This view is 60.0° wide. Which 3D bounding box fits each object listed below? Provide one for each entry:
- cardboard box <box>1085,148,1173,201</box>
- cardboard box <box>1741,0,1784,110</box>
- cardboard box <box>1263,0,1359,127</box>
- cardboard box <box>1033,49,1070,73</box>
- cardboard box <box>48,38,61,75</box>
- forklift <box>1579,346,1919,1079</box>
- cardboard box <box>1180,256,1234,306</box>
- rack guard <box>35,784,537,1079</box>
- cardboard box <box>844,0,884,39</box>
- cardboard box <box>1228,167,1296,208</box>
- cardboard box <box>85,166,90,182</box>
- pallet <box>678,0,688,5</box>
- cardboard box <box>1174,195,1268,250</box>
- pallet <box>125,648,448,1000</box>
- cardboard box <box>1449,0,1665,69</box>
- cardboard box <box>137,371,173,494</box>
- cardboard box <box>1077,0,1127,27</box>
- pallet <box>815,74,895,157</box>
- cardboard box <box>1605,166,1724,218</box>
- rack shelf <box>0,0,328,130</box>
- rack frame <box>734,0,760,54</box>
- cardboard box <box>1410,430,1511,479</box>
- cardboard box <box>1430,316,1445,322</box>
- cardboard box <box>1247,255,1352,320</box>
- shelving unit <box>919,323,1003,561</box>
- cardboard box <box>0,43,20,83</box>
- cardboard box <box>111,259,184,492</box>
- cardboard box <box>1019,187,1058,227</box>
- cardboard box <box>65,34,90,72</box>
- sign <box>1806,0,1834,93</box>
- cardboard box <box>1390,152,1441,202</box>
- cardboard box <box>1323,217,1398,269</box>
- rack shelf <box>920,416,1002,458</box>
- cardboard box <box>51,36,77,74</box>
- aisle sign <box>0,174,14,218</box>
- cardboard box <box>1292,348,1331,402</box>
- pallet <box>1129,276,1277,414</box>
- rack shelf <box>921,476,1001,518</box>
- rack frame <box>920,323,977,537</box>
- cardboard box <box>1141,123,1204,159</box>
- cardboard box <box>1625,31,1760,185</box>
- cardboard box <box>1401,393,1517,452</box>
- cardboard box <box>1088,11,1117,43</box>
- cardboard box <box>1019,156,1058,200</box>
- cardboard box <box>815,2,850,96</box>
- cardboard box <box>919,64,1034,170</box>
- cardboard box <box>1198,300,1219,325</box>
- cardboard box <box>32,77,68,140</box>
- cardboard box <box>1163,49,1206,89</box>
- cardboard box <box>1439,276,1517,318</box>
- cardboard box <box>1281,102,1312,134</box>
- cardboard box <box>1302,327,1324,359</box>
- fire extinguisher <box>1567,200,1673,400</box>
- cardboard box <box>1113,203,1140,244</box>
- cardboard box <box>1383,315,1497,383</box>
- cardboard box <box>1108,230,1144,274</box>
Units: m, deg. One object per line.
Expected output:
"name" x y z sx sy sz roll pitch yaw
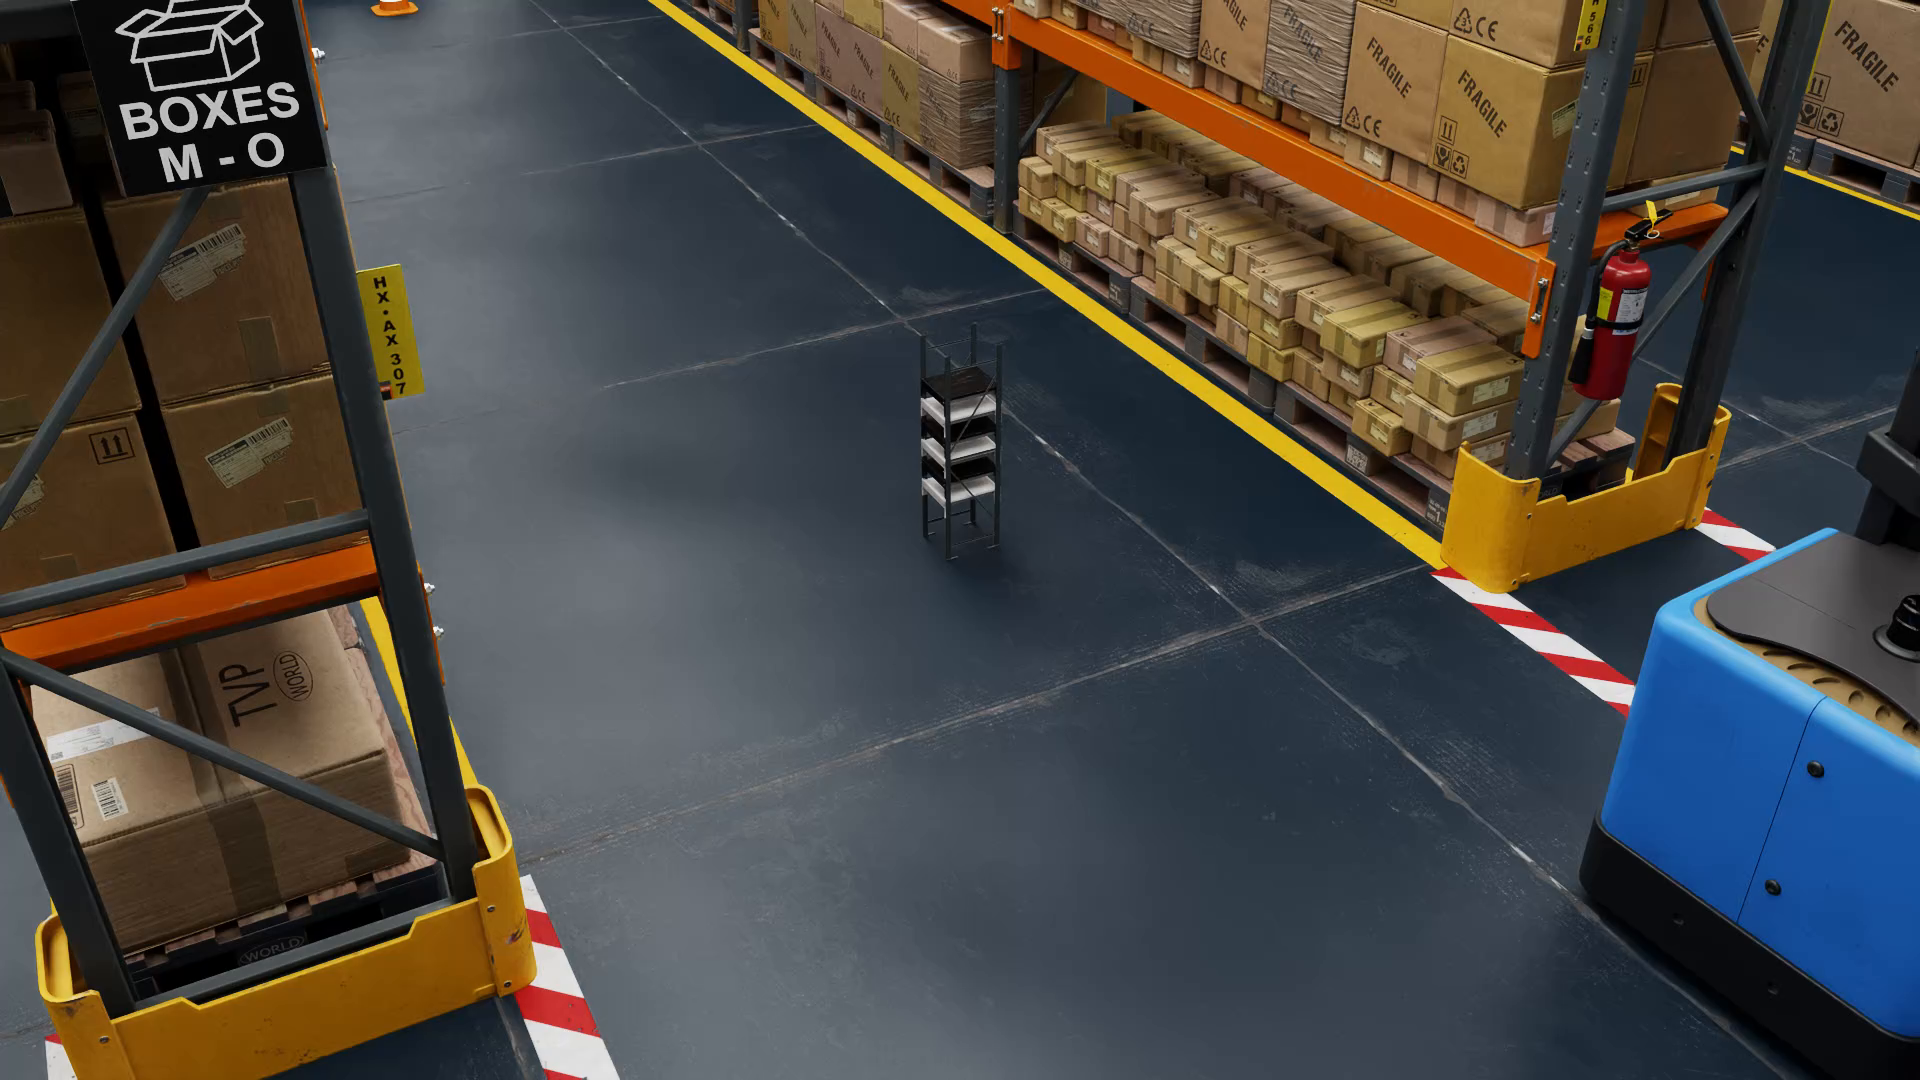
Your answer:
"cardboard box" 0.876 -1.899 8.636 0.380 0.149 0.250 -16 36 -24
"cardboard box" 5.333 -3.290 10.685 0.875 0.875 0.875 -16 36 -23
"cardboard box" 1.608 -2.038 6.783 0.500 0.500 0.500 -16 36 -23
"cardboard box" 0.550 -3.003 9.889 0.500 0.250 0.500 -18 37 -25
"cardboard box" -3.433 -1.783 5.732 0.500 0.500 0.500 -16 36 -24
"forklift" 3.386 -0.359 4.593 3.031 2.935 1.130 -19 37 -27
"cardboard box" 1.275 -1.259 7.913 0.380 0.149 0.250 -15 36 -23
"rack guard" -1.795 1.123 4.534 1.175 0.500 0.348 -16 36 -23
"cardboard box" -0.397 -3.373 10.467 0.500 0.250 0.500 -18 37 -25
"cardboard box" 1.594 -1.788 8.462 0.380 0.149 0.250 -18 37 -25
"cardboard box" -3.684 -1.603 6.378 0.500 0.500 0.500 -15 35 -22
"pallet" -2.070 -4.855 14.132 1.003 0.211 1.213 -16 36 -23
"cardboard box" 1.264 -1.529 8.058 0.380 0.149 0.250 -17 37 -25
"pallet" -2.248 0.871 5.195 1.003 0.211 1.213 -16 36 -23
"cardboard box" 2.093 -1.979 5.763 0.500 0.500 0.500 -17 36 -24
"cardboard box" -2.486 -0.390 4.486 0.500 0.500 0.500 -17 36 -24
"cardboard box" 0.906 -2.777 7.935 0.500 0.500 0.500 -16 36 -23
"pallet" -0.276 -2.924 11.118 1.003 0.211 1.213 -16 36 -23
"cardboard box" 2.665 -1.366 6.334 0.380 0.149 0.250 -16 36 -23
"rack shelf" -2.738 -1.856 4.753 1.077 0.370 4.000 -16 36 -23
"rack frame" -1.204 -5.052 11.856 1.000 3.000 0.127 -16 36 -23
"cardboard box" 2.096 -0.410 6.862 0.380 0.149 0.250 -15 36 -22
"cardboard box" 2.239 -0.890 7.337 0.380 0.149 0.250 -15 36 -23
"cardboard box" 1.516 -1.130 7.435 0.380 0.149 0.250 -15 35 -21
"shelving unit" 0.004 -0.375 6.501 0.258 0.900 0.210 -16 36 -23
"cardboard box" -2.566 -1.146 4.138 0.380 0.149 0.250 -15 36 -22
"cardboard box" -2.036 -0.519 4.687 0.500 0.500 0.500 -16 36 -24
"cardboard box" 0.547 -1.865 9.134 0.380 0.149 0.250 -18 37 -25
"cardboard box" -2.239 -1.410 4.549 0.380 0.149 0.250 -16 36 -23
"sign" 3.006 -1.736 5.876 0.100 0.325 0.005 -16 36 -23
"cardboard box" 1.911 -1.457 6.477 0.380 0.149 0.250 -16 36 -24
"cardboard box" 1.951 -1.420 7.888 0.380 0.149 0.250 -15 36 -22
"rack shelf" 0.004 -0.423 6.471 0.258 0.077 0.200 -16 36 -23
"cardboard box" -2.272 -1.194 4.813 0.500 0.500 0.500 -16 36 -23
"aisle sign" -2.047 -0.924 3.001 0.394 0.787 0.004 -16 36 -23
"cardboard box" 1.713 -0.769 7.424 0.380 0.149 0.250 -15 36 -23
"pallet" 1.578 -1.075 8.232 1.003 0.211 1.213 -16 36 -23
"rack shelf" 0.004 -0.195 6.616 0.258 0.077 0.200 -16 36 -23
"rack frame" -0.044 -0.424 6.577 0.240 0.900 0.006 -16 36 -23
"cardboard box" 1.211 -2.154 9.034 0.380 0.149 0.250 -15 36 -23
"cardboard box" 2.561 -1.686 6.232 0.500 0.500 0.500 -14 35 -21
"cardboard box" 2.027 -0.516 6.753 0.380 0.149 0.250 -17 36 -24
"cardboard box" 0.861 -2.602 8.263 0.380 0.149 0.250 -18 37 -25
"cardboard box" 0.547 -1.992 9.056 0.380 0.149 0.250 -14 35 -21
"cardboard box" -0.619 -3.292 11.036 0.500 0.500 0.500 -17 36 -24
"cardboard box" 0.093 -2.558 9.889 0.500 0.500 0.500 -17 36 -24
"cardboard box" 1.377 -1.150 8.018 0.380 0.149 0.250 -15 36 -22
"cardboard box" -2.739 -1.054 4.594 0.500 0.500 0.500 -16 36 -23
"cardboard box" 1.161 -2.204 7.642 0.380 0.149 0.250 -14 35 -21
"cardboard box" 2.343 -1.051 7.312 0.380 0.149 0.250 -16 36 -23
"cardboard box" 1.601 -1.850 7.090 0.380 0.149 0.250 -17 37 -25
"cardboard box" 1.749 -0.918 7.380 0.380 0.149 0.250 -16 36 -24
"fire extinguisher" 2.235 -0.809 5.649 0.296 0.674 0.183 -16 36 -23
"cardboard box" 1.013 -1.657 8.533 0.380 0.149 0.250 -18 37 -25
"cardboard box" 1.989 -0.785 6.896 0.380 0.149 0.250 -15 36 -22
"cardboard box" 0.995 -1.524 8.602 0.380 0.149 0.250 -17 36 -24
